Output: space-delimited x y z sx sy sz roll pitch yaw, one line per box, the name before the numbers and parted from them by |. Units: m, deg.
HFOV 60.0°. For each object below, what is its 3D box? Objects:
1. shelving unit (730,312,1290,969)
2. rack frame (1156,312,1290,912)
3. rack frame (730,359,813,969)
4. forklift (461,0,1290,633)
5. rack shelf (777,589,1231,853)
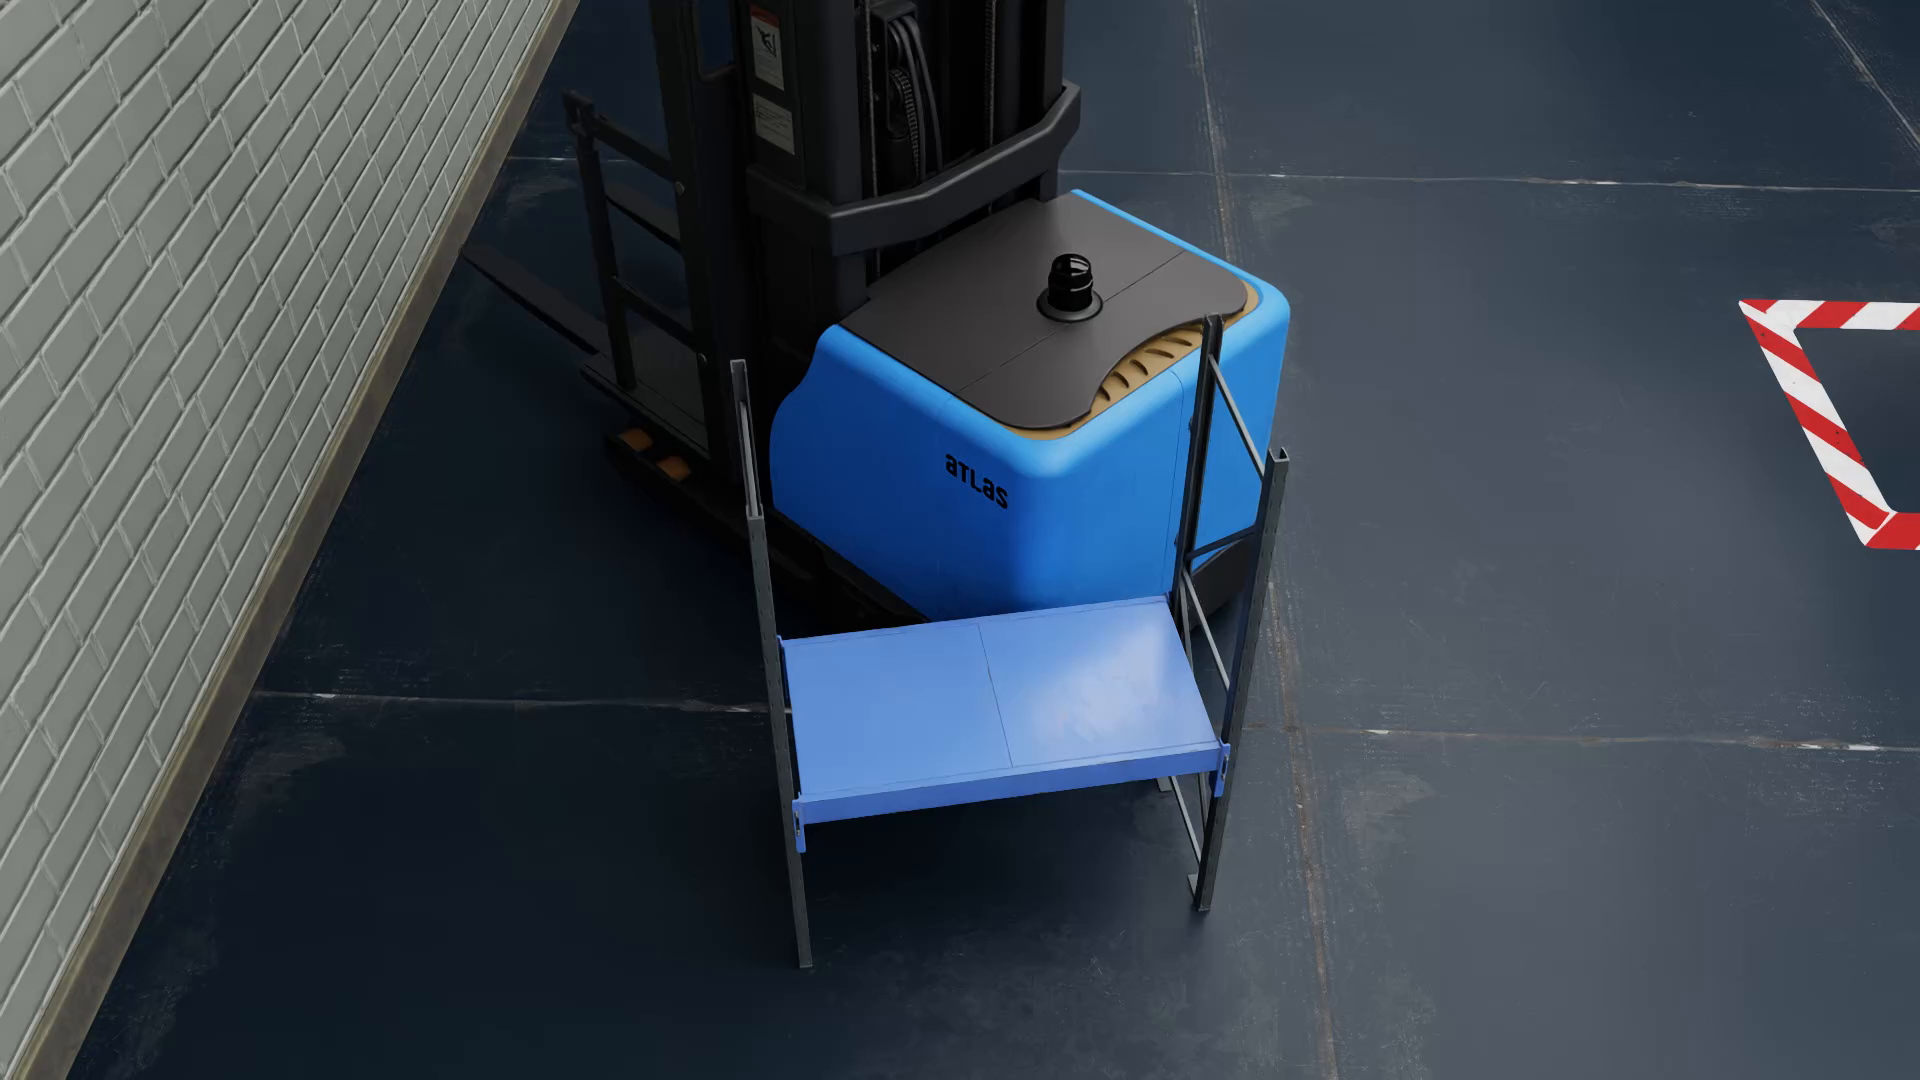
shelving unit | 0.081 0.285 3.843 1.048 1.500 0.538 -6 43 -7
rack frame | 0.582 0.229 3.904 0.032 1.500 0.500 -6 43 -7
rack frame | -0.421 0.342 3.783 0.032 1.500 0.500 -6 43 -7
forklift | -0.512 -1.406 4.609 3.031 2.935 1.130 34 53 31
rack shelf | 0.081 0.417 3.966 1.000 0.185 0.538 -6 43 -7
